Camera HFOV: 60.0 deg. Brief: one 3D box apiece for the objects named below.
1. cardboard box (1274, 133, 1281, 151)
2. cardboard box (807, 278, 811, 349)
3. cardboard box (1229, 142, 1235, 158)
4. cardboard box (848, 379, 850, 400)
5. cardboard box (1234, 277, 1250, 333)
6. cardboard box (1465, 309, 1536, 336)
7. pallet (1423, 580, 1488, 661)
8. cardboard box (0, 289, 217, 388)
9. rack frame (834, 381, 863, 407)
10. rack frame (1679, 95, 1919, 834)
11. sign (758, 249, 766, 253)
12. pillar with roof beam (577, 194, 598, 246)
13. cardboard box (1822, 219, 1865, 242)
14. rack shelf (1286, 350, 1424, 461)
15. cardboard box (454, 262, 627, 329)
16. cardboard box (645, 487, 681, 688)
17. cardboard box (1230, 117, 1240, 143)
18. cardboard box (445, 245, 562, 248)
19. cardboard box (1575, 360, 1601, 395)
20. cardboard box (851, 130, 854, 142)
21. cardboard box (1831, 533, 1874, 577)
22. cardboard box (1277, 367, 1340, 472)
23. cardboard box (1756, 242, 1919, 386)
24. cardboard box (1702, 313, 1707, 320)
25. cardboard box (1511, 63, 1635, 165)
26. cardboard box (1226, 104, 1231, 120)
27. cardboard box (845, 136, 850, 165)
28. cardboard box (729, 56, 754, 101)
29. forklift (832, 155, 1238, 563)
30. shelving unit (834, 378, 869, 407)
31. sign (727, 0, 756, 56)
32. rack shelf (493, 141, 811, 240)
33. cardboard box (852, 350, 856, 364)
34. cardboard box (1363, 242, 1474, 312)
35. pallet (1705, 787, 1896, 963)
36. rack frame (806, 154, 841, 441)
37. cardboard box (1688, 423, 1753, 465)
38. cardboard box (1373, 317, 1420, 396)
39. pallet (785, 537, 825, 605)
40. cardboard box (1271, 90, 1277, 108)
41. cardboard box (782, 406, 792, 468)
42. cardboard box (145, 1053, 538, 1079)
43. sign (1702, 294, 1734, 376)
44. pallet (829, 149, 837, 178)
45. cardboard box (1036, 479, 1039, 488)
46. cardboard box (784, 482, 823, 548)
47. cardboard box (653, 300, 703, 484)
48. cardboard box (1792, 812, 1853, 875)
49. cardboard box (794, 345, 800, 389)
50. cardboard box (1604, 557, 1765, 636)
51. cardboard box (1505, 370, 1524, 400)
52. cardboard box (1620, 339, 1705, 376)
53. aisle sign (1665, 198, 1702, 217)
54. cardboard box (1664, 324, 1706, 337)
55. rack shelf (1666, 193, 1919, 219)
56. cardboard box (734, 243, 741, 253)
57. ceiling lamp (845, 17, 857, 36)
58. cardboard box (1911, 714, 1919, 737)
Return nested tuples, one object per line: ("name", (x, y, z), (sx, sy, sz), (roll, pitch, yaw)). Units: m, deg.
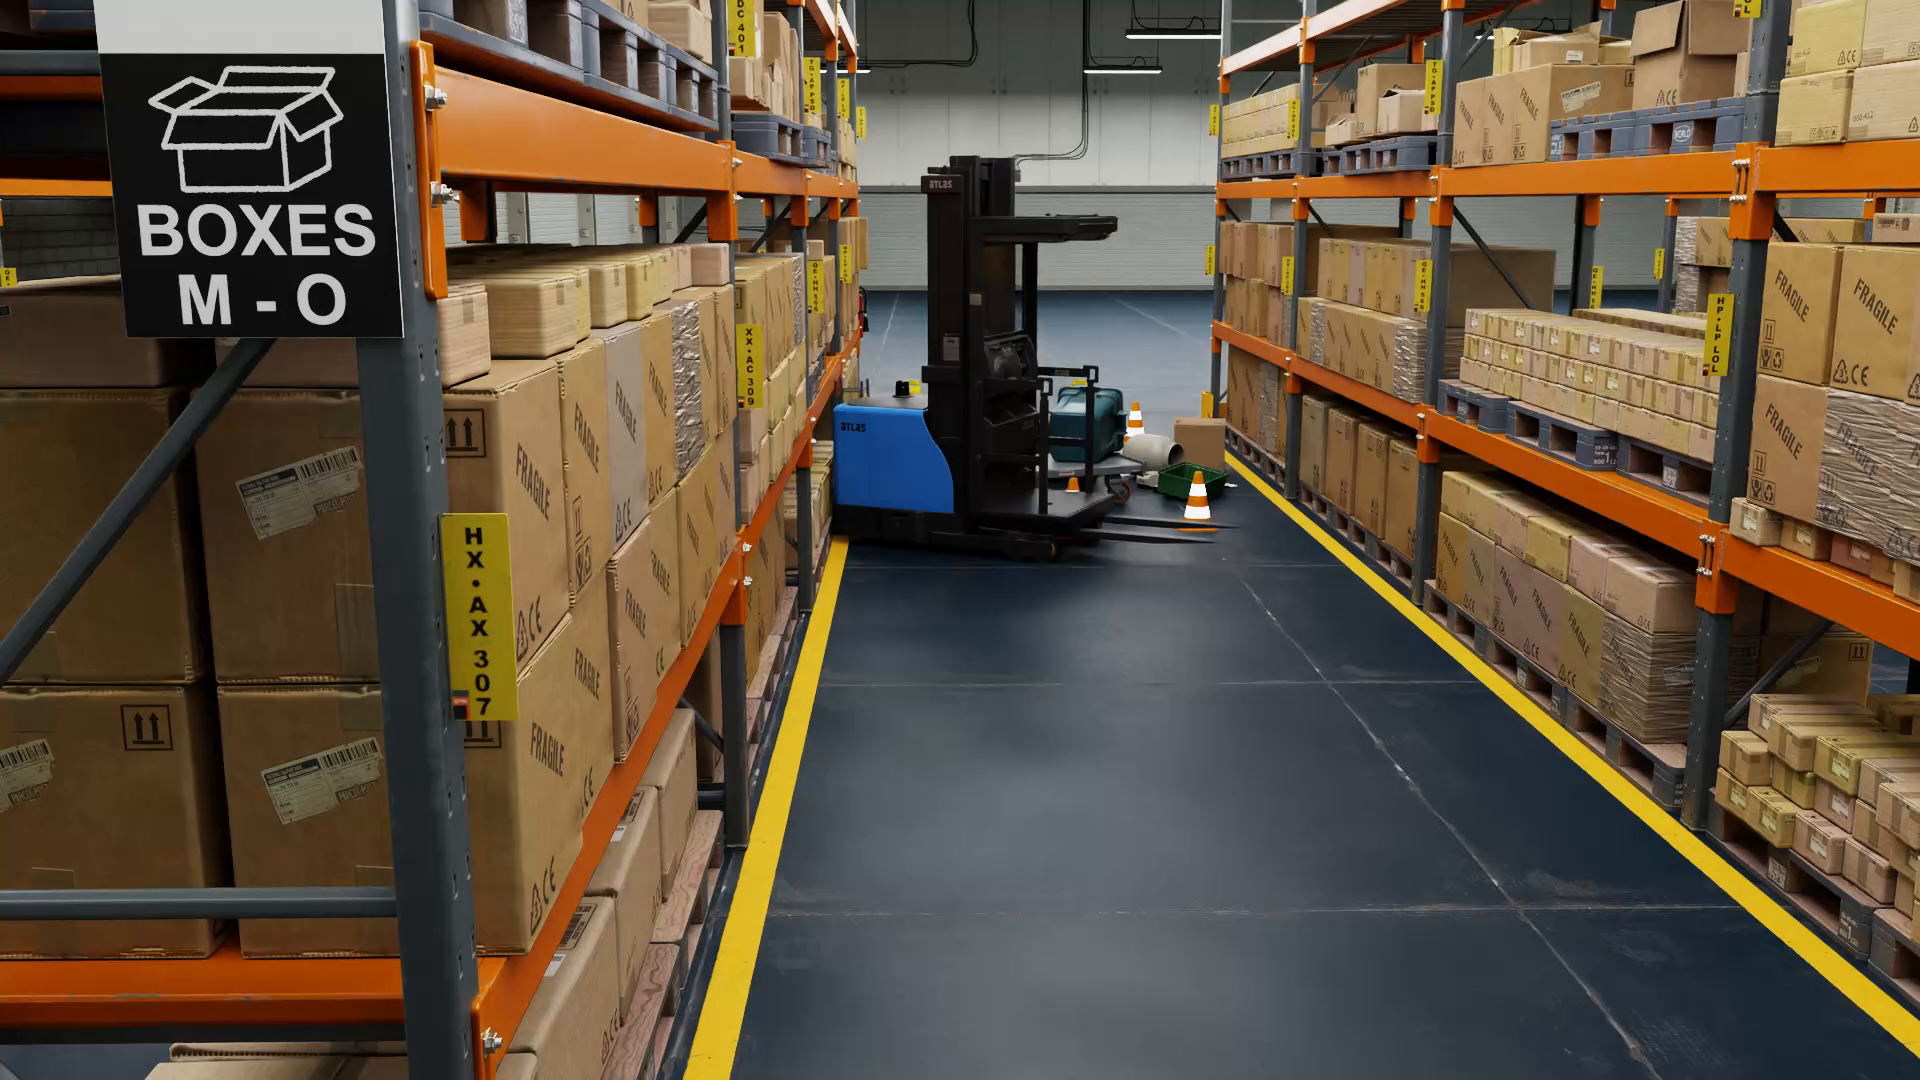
("cardboard box", (3.070, -3.616, 15.119), (0.380, 0.149, 0.250), (0, 11, 0))
("cardboard box", (-1.233, -1.497, 10.839), (0.500, 0.500, 0.500), (-1, 11, -3))
("cardboard box", (3.024, -4.069, 17.350), (0.380, 0.149, 0.250), (0, 11, -1))
("cardboard box", (-1.303, -1.252, 15.659), (0.500, 0.500, 0.500), (0, 11, 1))
("cardboard box", (3.299, -2.416, 17.045), (0.875, 0.550, 0.550), (0, 11, -1))
("cardboard box", (3.308, -1.327, 10.137), (0.380, 0.149, 0.250), (0, 11, -1))
("pallet", (3.507, 0.475, 10.185), (1.003, 0.211, 1.213), (0, 11, -1))
("cardboard box", (-1.497, -0.343, 2.810), (0.380, 0.149, 0.250), (0, 11, 0))
("rack frame", (-0.885, -0.682, 13.383), (0.240, 1.200, 0.006), (2, 12, 11))
("rack frame", (3.575, -0.252, 6.754), (1.000, 3.000, 0.127), (0, 11, -1))
("sign", (-2.163, -3.018, 18.216), (0.100, 0.325, 0.005), (0, 11, -1))
("pillar with roof beam", (-3.537, -8.969, 34.636), (9.100, 9.000, 0.548), (0, 11, -1))
("cardboard box", (8.086, -2.615, 14.891), (0.500, 0.500, 0.500), (0, 11, -1))
("rack shelf", (3.451, -1.092, 12.705), (1.077, 0.370, 4.000), (0, 11, -1))
("cardboard box", (-1.032, -0.603, 4.087), (0.380, 0.149, 0.250), (0, 11, -1))
("cardboard box", (-1.070, 0.137, 4.586), (0.500, 0.500, 0.500), (0, 11, 1))
("cardboard box", (3.092, -4.236, 17.172), (0.500, 0.250, 0.500), (0, 11, -2))
("cardboard box", (-1.604, -0.953, 5.816), (0.380, 0.149, 0.250), (0, 11, 0))
("cardboard box", (3.338, -0.820, 8.386), (0.380, 0.149, 0.250), (0, 11, -1))
("cardboard box", (-1.318, -4.268, 17.635), (0.380, 0.149, 0.250), (0, 11, -1))
("cardboard box", (3.391, 0.033, 5.983), (0.380, 0.149, 0.250), (-1, 11, -4))
("cardboard box", (3.466, -1.132, 15.380), (0.875, 0.875, 0.875), (0, 11, 0))
("cardboard box", (3.340, -0.846, 6.169), (0.500, 0.500, 0.500), (0, 11, 0))
("cardboard box", (8.057, -2.307, 17.520), (0.380, 0.149, 0.250), (0, 11, -1))
("cardboard box", (3.271, -2.252, 8.821), (0.500, 0.500, 0.500), (0, 11, -1))
("cardboard box", (3.019, -4.512, 17.529), (0.380, 0.149, 0.250), (0, 11, -1))
("cardboard box", (-1.290, -3.634, 15.514), (0.500, 0.250, 0.500), (0, 11, -1))
("cardboard box", (-1.033, -1.922, 6.726), (0.396, 0.266, 0.258), (0, 11, -2))
("forklift", (0.568, -1.386, 12.519), (3.031, 2.935, 1.130), (5, 13, 24))
("shelving unit", (-0.867, -0.700, 13.471), (0.258, 1.200, 0.189), (2, 12, 11))
("sign", (-0.818, -1.976, 6.210), (0.100, 0.325, 0.005), (0, 11, -1))
("rack shelf", (-1.414, -1.726, 8.288), (1.077, 0.370, 4.000), (0, 11, -1))
("cardboard box", (-1.266, -1.859, 17.021), (0.380, 0.149, 0.250), (0, 11, 0))
("cardboard box", (3.457, -1.979, 12.503), (0.700, 0.500, 0.500), (0, 11, -2))
("pallet", (3.624, 1.248, 6.374), (1.003, 0.211, 1.213), (0, 11, -1))
("rack frame", (-1.538, -1.801, 14.394), (1.000, 3.000, 0.127), (0, 11, -1))
("cardboard box", (3.368, -0.412, 7.123), (0.380, 0.149, 0.250), (0, 11, -2))
("cardboard box", (3.205, -1.283, 11.588), (0.500, 0.500, 0.500), (0, 11, -1))
("pallet", (-1.470, 0.205, 11.517), (1.003, 0.211, 1.213), (0, 11, -1))
("cardboard box", (3.068, -4.056, 15.279), (0.380, 0.149, 0.250), (0, 11, 0))
("cardboard box", (-1.125, -0.530, 8.506), (0.500, 0.250, 0.500), (0, 11, -2))
("cardboard box", (-1.403, 1.503, 3.494), (0.875, 0.438, 0.875), (-1, 11, -3))
("sign", (3.020, -0.816, 6.625), (0.100, 0.325, 0.005), (0, 11, -1))
("pallet", (-1.631, -3.056, 13.507), (1.213, 0.211, 1.003), (0, 11, -1))
("cardboard box", (0.591, -0.632, 15.507), (0.258, 0.266, 0.396), (-10, 15, -40))
("cardboard box", (-1.480, -0.183, 11.971), (0.950, 0.372, 0.625), (0, 11, -2))
("cardboard box", (-1.064, -0.455, 4.993), (0.500, 0.500, 0.500), (0, 11, 0))
("cardboard box", (3.323, 1.116, 6.130), (0.380, 0.149, 0.250), (0, 11, -1))
("cardboard box", (-1.177, -0.981, 9.468), (0.500, 0.250, 0.500), (-1, 11, -3))
("cardboard box", (3.306, 0.253, 7.611), (0.500, 0.250, 0.500), (-1, 11, -3))
("cardboard box", (3.318, -0.879, 9.423), (0.380, 0.149, 0.250), (0, 11, 1))
("cardboard box", (3.356, -0.862, 7.842), (0.380, 0.149, 0.250), (0, 11, -1))
("aisle sign", (7.986, -3.922, 18.310), (0.394, 0.787, 0.004), (0, 11, -1))
("cardboard box", (3.985, -1.068, 8.860), (0.380, 0.149, 0.250), (0, 11, 2))
("rack shelf", (8.329, -3.357, 16.327), (1.077, 0.370, 4.000), (0, 11, -1))
("cardboard box", (-1.771, -2.049, 11.926), (0.380, 0.149, 0.250), (-1, 11, -4))
("ceiling lamp", (-3.073, -11.638, 33.110), (2.000, 3.185, 0.800), (0, 11, -1))
("cardboard box", (3.887, 0.769, 6.344), (0.380, 0.149, 0.250), (0, 11, 0))
